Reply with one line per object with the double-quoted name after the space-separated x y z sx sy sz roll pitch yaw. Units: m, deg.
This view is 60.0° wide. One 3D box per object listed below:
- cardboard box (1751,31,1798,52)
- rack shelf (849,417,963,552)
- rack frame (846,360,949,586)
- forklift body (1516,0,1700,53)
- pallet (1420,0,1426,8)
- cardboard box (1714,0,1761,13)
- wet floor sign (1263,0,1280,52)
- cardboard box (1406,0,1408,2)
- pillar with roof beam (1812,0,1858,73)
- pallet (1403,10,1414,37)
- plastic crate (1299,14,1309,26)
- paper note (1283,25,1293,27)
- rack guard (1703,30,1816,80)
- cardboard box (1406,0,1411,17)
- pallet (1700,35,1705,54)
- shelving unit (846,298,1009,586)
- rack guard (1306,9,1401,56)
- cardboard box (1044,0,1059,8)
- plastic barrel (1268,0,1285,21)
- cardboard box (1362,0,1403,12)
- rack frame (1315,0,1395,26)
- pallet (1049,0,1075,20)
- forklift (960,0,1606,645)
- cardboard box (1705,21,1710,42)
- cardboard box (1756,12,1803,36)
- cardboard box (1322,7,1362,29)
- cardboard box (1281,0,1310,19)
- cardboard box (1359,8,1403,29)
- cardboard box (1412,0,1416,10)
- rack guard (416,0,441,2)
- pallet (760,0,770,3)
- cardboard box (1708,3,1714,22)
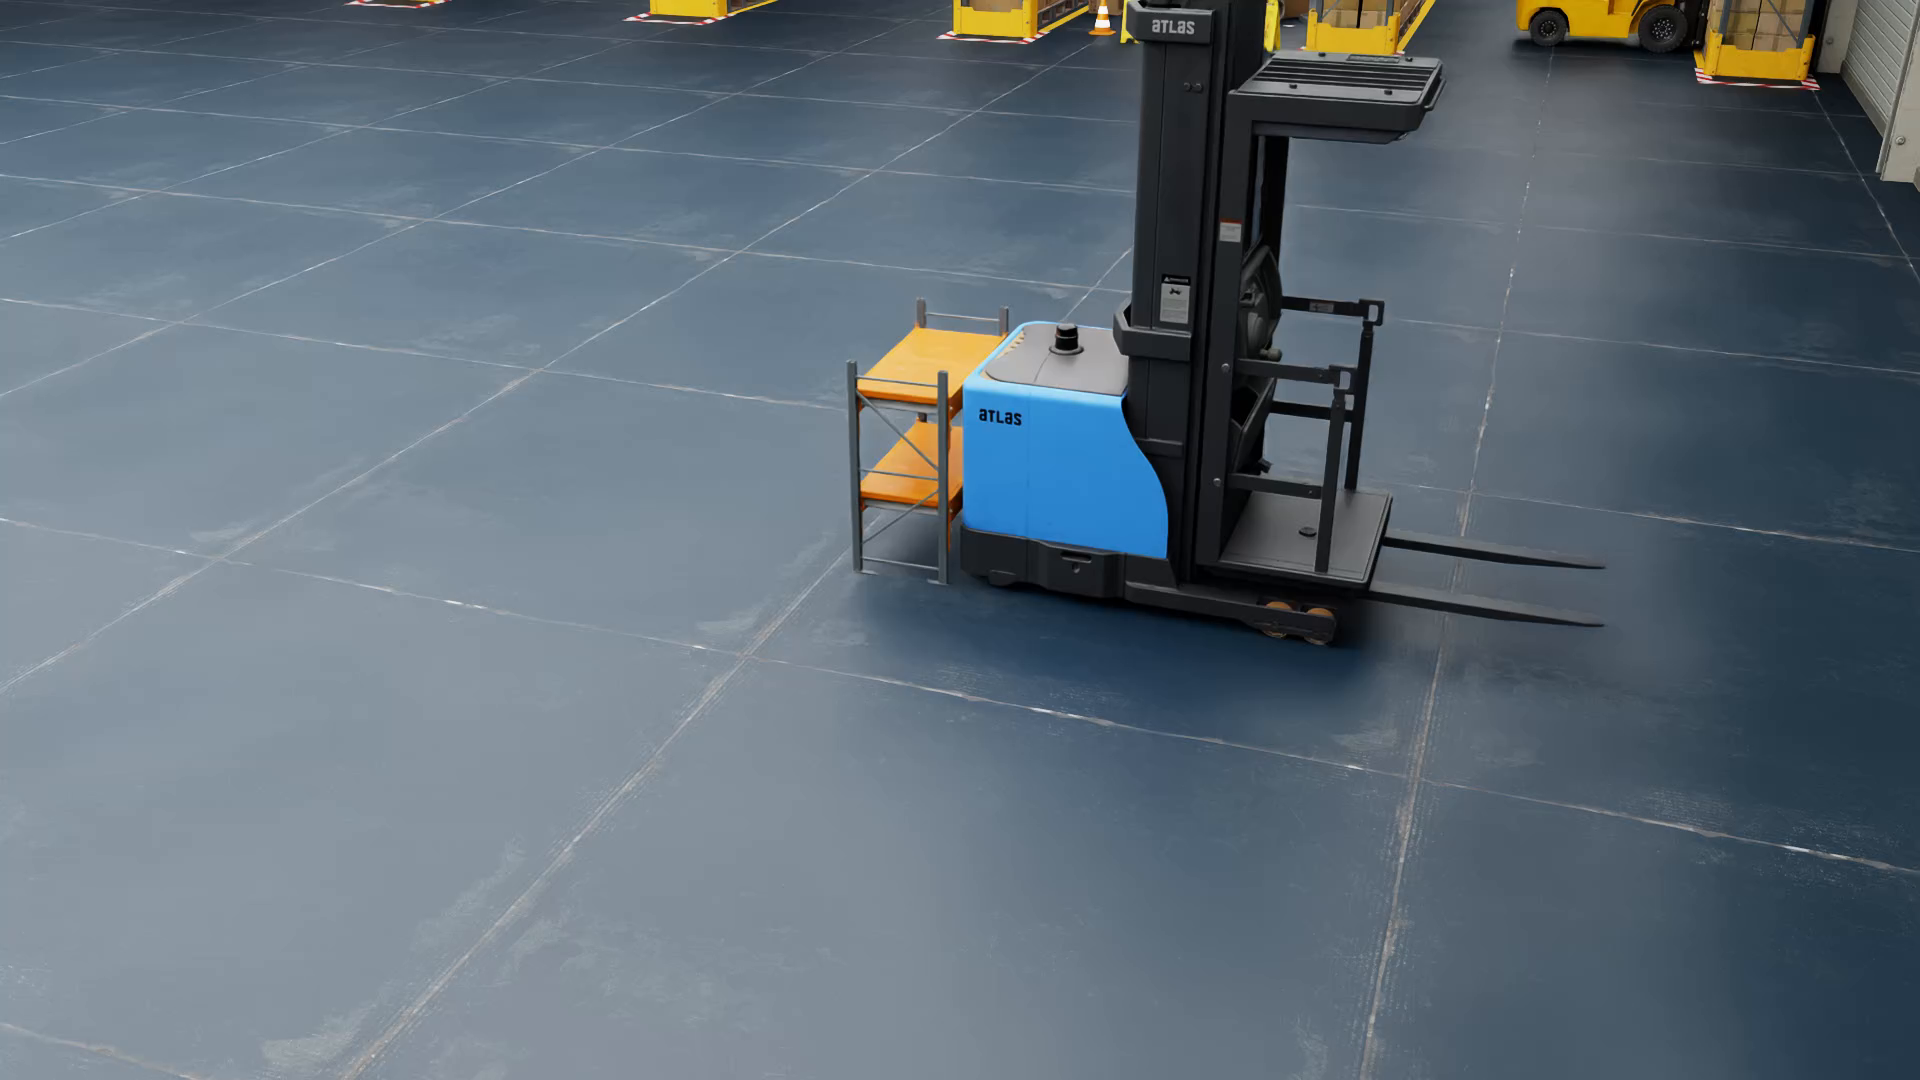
10.237 -6.267 20.924 0.500 0.250 0.500 9 27 18 "cardboard box"
-0.144 -0.308 8.656 0.538 0.278 1.000 8 27 16 "rack shelf"
-0.299 -0.317 8.114 0.500 1.125 0.032 8 27 16 "rack frame"
8.800 -7.804 22.399 2.313 2.155 1.214 9 27 17 "forklift body"
6.796 -8.569 26.206 1.003 0.211 1.213 9 27 17 "pallet"
9.748 -6.778 20.833 0.500 0.250 0.500 10 27 19 "cardboard box"
4.135 -6.878 22.214 0.267 0.644 0.232 20 32 35 "wet floor sign"
6.088 -7.871 23.377 0.500 0.500 0.500 9 27 18 "cardboard box"
6.911 -10.622 20.362 9.100 9.000 0.400 9 27 17 "pillar with roof beam"
5.944 -7.465 23.925 1.003 0.211 1.213 9 27 17 "pallet"
5.243 -7.664 24.486 0.402 0.080 0.583 0 26 -1 "plastic crate"
4.773 -7.474 24.150 0.142 0.019 0.148 0 26 -1 "paper note"
9.881 -6.007 20.583 1.175 0.500 0.348 9 27 17 "rack guard"
6.083 -7.538 23.549 0.500 0.250 0.500 11 28 21 "cardboard box"
10.512 -6.707 22.360 1.003 0.211 1.213 9 27 17 "pallet"
-0.144 -0.528 8.550 0.538 1.125 1.048 8 27 16 "shelving unit"
5.232 -6.766 22.151 1.175 0.500 0.348 9 27 17 "rack guard"
0.960 -8.419 24.653 0.875 0.875 0.875 8 27 17 "cardboard box"
4.467 -7.769 24.310 0.421 0.421 0.512 -14 29 -27 "plastic barrel"
5.744 -7.450 22.508 0.500 0.500 0.500 8 27 16 "cardboard box"
5.207 -7.860 21.542 1.000 3.000 0.127 9 27 17 "rack frame"
1.106 -8.121 25.281 1.003 0.211 1.213 9 27 17 "pallet"
1.573 -1.094 7.646 3.031 2.935 1.130 9 27 18 "forklift"
9.922 -6.535 21.479 0.500 0.250 0.500 9 27 17 "cardboard box"
10.242 -6.481 20.794 0.500 0.250 0.500 9 27 18 "cardboard box"
5.230 -7.193 22.837 0.500 0.250 0.500 9 27 17 "cardboard box"
4.899 -8.137 24.979 0.500 0.500 0.500 -14 29 -27 "cardboard box"
5.736 -7.103 22.652 0.500 0.250 0.500 9 27 17 "cardboard box"
6.427 -7.953 24.407 0.500 0.250 0.500 8 27 16 "cardboard box"
-8.828 -8.929 26.617 1.175 0.500 0.348 9 27 17 "rack guard"
-3.401 -8.902 26.893 1.003 0.211 1.213 9 27 17 "pallet"
9.933 -6.768 21.386 0.500 0.250 0.500 8 27 17 "cardboard box"
